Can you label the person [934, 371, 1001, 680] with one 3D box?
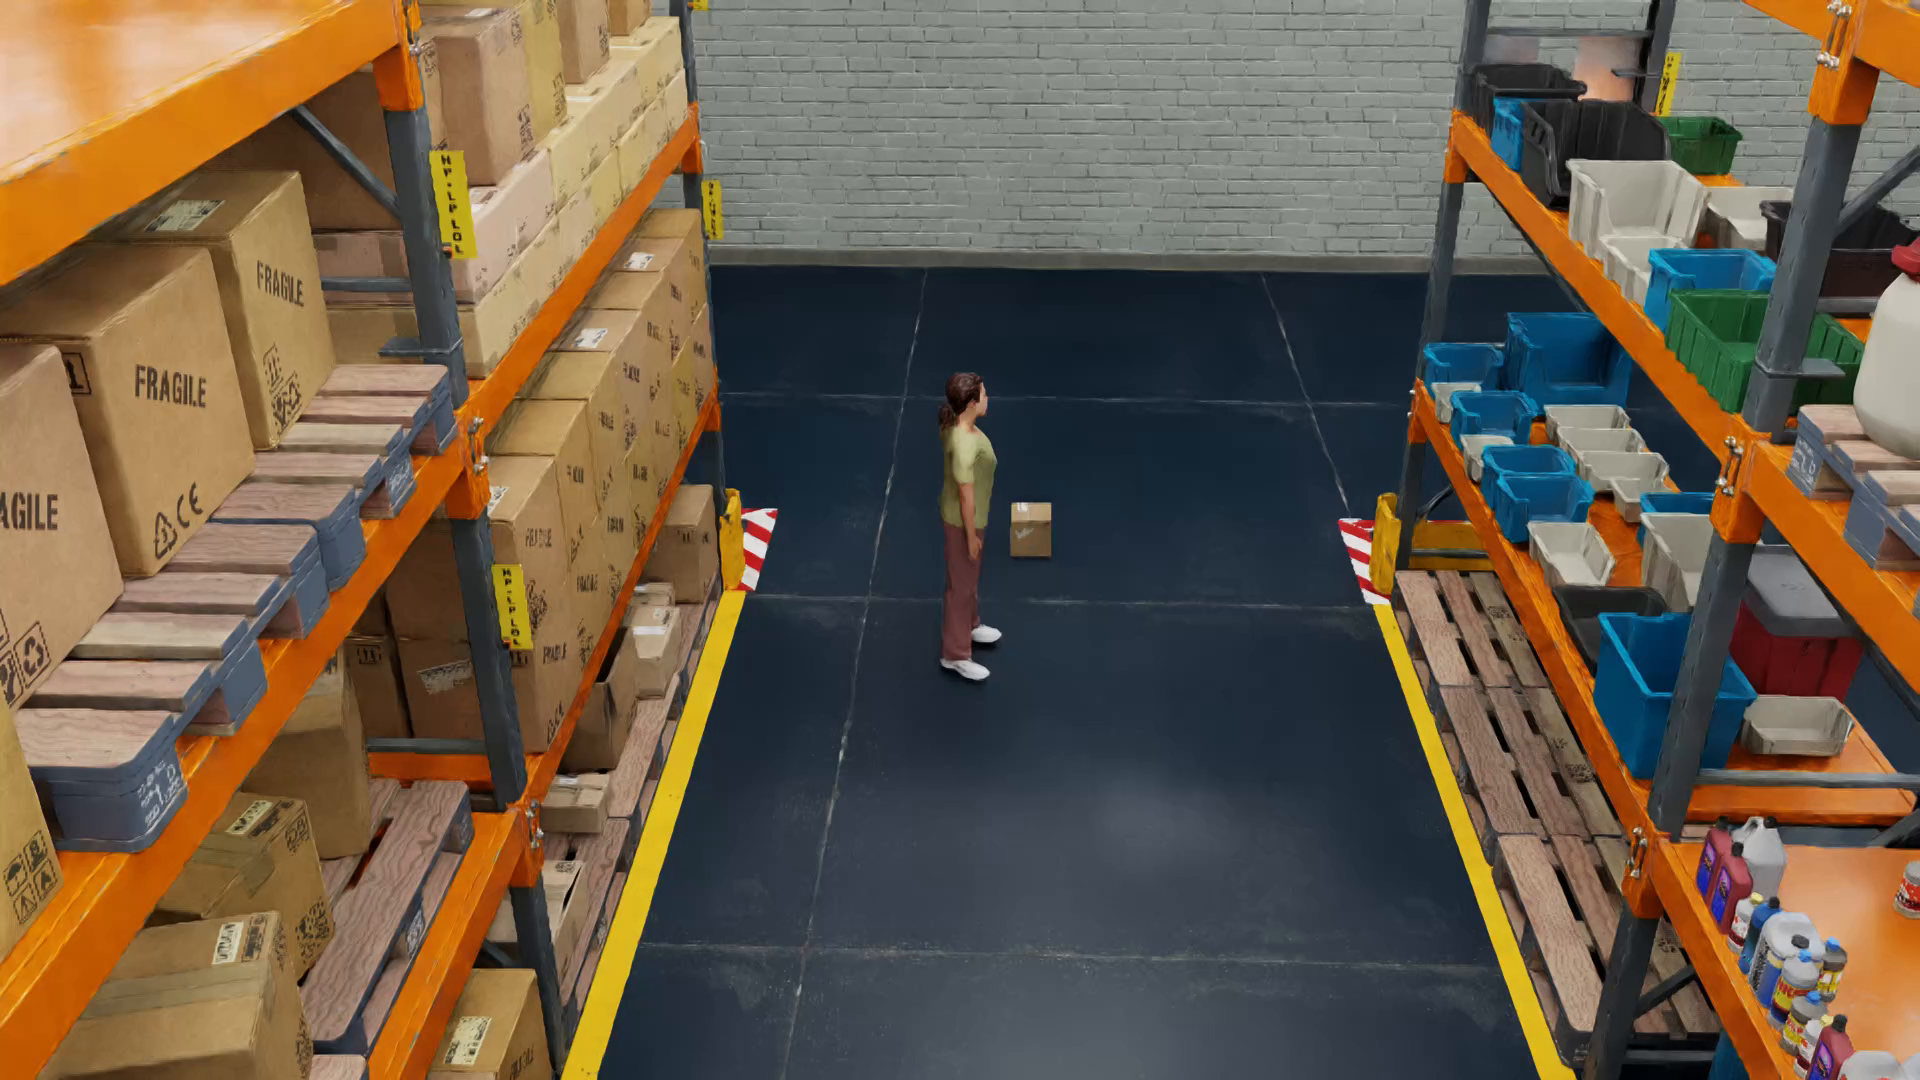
[{"bbox_3d":[0.059,-0.111,8.779,0.373,1.675,0.572,-4,28,-7],"label":"person"}]
